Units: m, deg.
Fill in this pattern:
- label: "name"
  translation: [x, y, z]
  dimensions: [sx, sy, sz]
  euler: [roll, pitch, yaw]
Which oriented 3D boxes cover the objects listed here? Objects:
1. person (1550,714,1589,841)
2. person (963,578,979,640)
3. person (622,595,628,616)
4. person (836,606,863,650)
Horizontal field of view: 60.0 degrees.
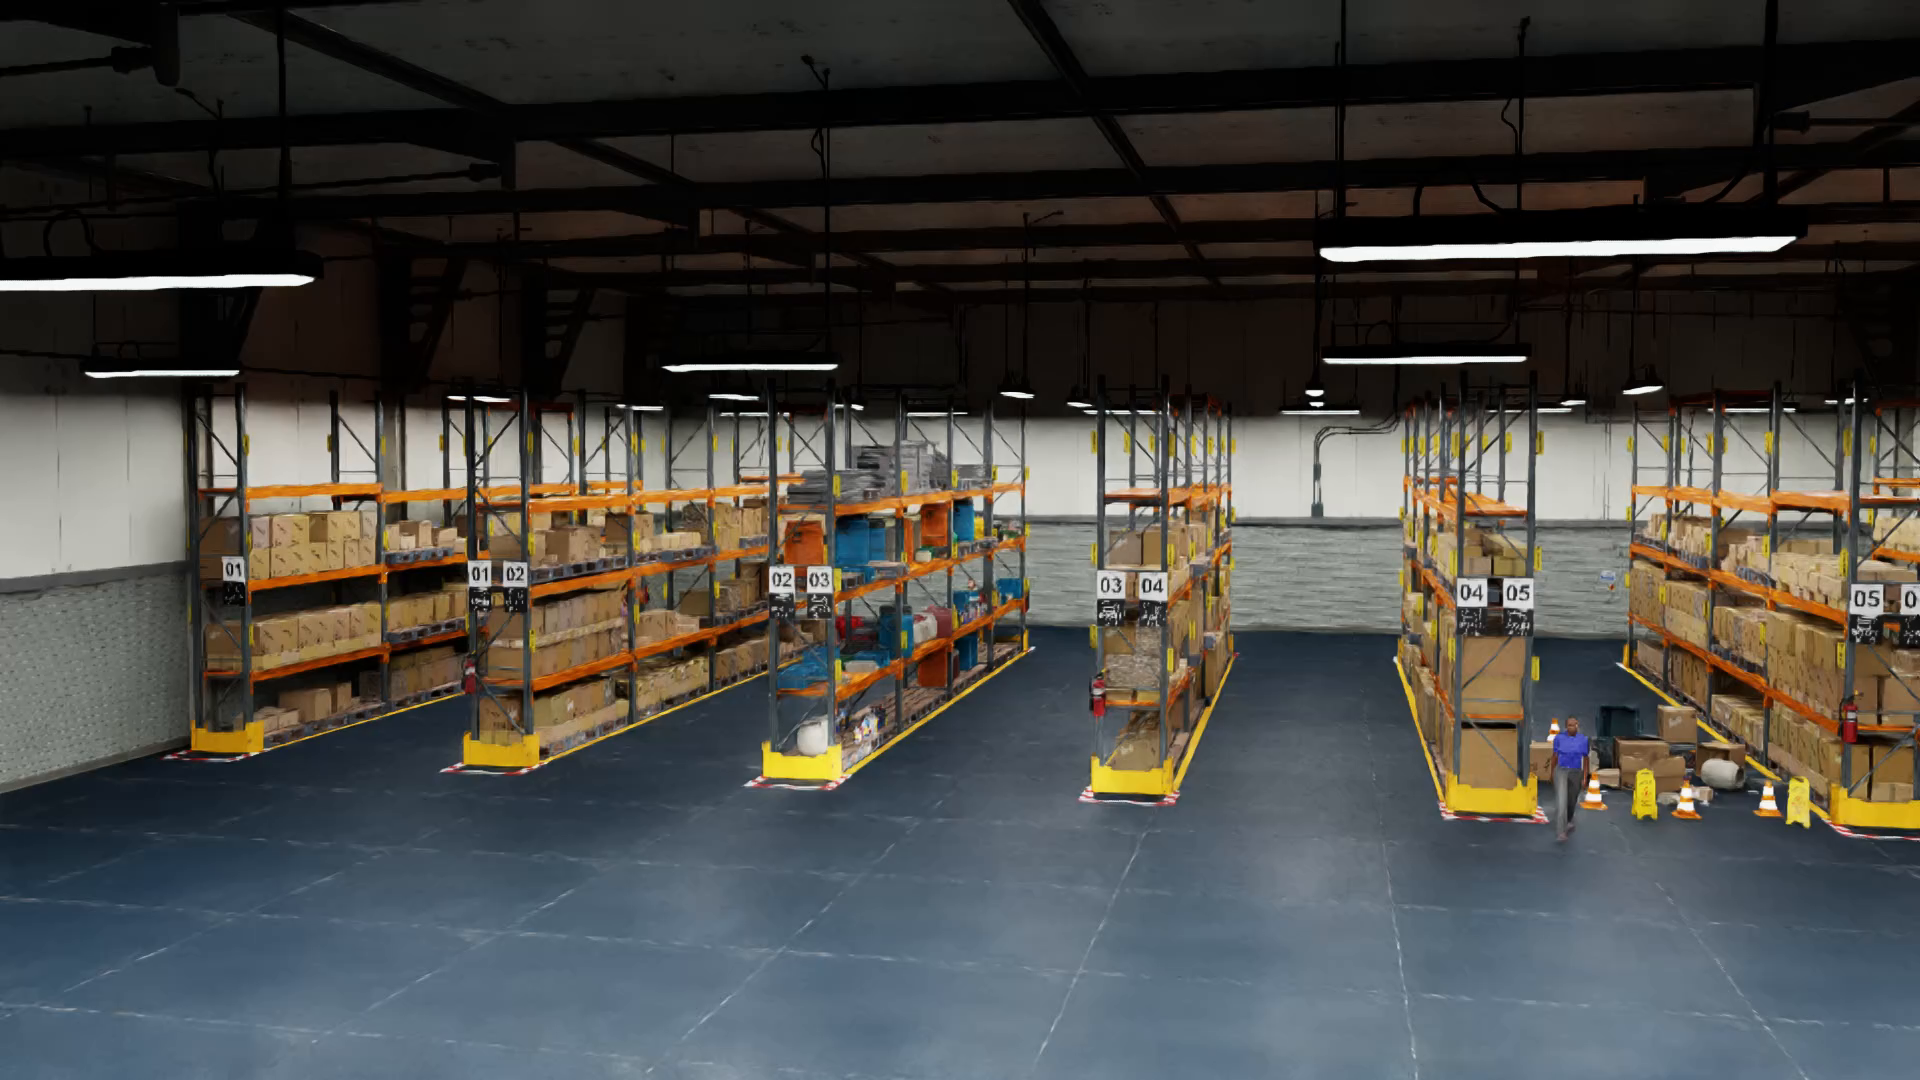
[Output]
- label: "person"
  translation: [7.768, 2.982, 21.153]
  dimensions: [0.447, 1.571, 1.078]
  euler: [1, 3, 11]
- label: "person"
  translation: [0.301, 1.770, 42.519]
  dimensions: [0.598, 1.619, 0.507]
  euler: [1, 3, 12]
- label: "person"
  translation: [-7.734, 2.021, 38.624]
  dimensions: [0.417, 1.517, 1.037]
  euler: [1, 3, 15]
- label: "person"
  translation: [-2.344, 2.173, 34.923]
  dimensions: [0.682, 1.676, 0.529]
  euler: [1, 3, 10]
